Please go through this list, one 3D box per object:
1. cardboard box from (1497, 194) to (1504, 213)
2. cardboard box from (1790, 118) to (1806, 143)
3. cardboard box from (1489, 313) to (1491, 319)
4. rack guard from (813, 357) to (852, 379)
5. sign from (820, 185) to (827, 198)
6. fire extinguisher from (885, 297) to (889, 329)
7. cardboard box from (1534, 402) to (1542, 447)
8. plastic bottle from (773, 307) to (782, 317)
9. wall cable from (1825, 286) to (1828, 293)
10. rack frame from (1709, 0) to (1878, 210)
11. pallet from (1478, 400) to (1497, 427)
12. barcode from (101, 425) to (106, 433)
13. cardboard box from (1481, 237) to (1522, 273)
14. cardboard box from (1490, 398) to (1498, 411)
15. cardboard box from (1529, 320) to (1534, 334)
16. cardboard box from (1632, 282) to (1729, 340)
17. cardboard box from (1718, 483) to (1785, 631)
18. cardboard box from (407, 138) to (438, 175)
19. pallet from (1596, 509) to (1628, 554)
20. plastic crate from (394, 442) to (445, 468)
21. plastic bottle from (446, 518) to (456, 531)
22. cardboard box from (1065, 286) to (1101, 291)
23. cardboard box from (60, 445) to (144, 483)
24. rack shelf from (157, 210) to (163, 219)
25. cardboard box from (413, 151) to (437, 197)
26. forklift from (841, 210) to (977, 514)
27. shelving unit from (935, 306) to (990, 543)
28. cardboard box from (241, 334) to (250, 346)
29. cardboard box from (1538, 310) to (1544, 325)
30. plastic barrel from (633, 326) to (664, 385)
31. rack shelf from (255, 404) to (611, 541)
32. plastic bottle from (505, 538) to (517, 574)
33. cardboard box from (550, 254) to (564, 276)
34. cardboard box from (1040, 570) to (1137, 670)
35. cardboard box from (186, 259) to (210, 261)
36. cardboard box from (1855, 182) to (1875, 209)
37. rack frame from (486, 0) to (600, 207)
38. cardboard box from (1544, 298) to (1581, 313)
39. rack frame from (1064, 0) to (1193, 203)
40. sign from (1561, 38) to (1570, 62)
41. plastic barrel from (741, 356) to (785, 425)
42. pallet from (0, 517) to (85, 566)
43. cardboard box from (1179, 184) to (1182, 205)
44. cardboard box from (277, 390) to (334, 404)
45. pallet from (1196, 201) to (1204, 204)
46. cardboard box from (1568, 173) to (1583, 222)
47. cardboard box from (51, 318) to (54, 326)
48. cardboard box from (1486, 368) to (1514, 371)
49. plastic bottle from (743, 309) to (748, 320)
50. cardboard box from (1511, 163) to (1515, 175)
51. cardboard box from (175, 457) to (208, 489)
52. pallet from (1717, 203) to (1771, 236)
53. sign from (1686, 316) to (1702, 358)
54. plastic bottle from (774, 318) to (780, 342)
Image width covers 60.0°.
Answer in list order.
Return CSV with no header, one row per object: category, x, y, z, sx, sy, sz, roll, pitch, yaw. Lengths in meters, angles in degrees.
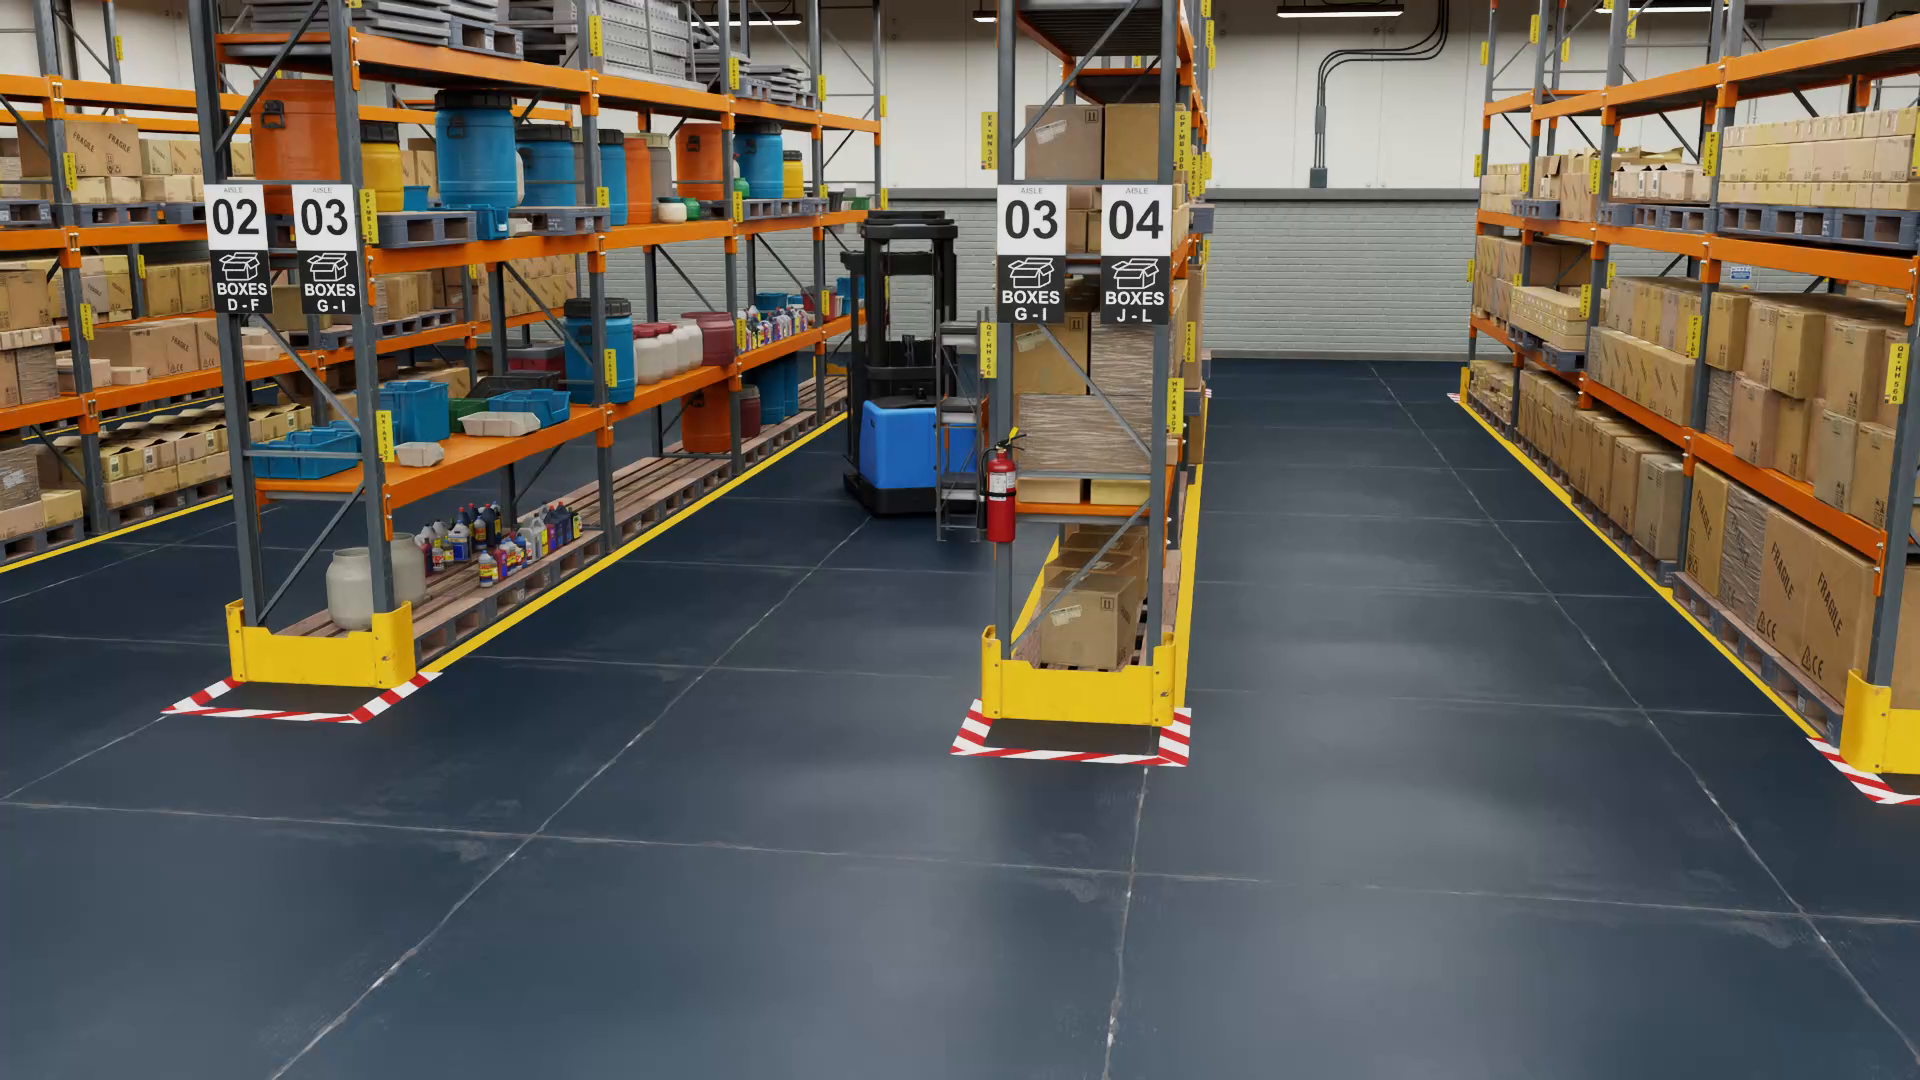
cardboard box,7.500,-4.511,22.295,0.500,0.250,0.500,2,12,8
cardboard box,5.592,-2.635,10.706,0.380,0.149,0.250,2,12,8
cardboard box,7.692,-3.180,23.483,0.380,0.149,0.250,2,12,11
rack guard,-1.726,-2.653,26.372,1.175,0.500,0.348,2,12,9
sign,-1.788,-4.489,21.818,0.100,0.325,0.005,2,12,9
fire extinguisher,-1.244,-3.666,26.208,0.296,0.674,0.183,2,12,9
cardboard box,6.925,-1.313,19.157,0.500,0.500,0.500,2,12,10
plastic bottle,-2.320,-2.777,21.131,0.144,0.351,0.185,2,12,9
wall cable,15.217,-5.015,28.990,0.588,1.984,0.122,2,12,9
rack frame,6.218,-3.962,12.272,1.000,3.000,0.127,2,12,9
pallet,7.701,-1.727,22.761,1.003,0.211,1.213,2,12,9
barcode,-8.005,-1.034,15.540,0.001,0.075,0.075,2,12,9
cardboard box,7.660,-4.020,23.466,0.500,0.500,0.500,2,12,10
cardboard box,7.331,-1.814,22.317,0.380,0.149,0.250,2,12,9
cardboard box,6.737,-2.438,19.040,0.380,0.149,0.250,2,12,8
cardboard box,6.601,-2.094,15.235,0.700,0.500,0.500,2,12,8
cardboard box,5.917,0.121,11.615,0.875,0.875,0.875,2,12,9
cardboard box,-7.188,-5.304,23.011,0.700,0.500,0.500,2,12,9
pallet,6.447,-0.083,15.136,1.003,0.211,1.213,2,12,9
plastic crate,-3.722,-0.585,11.472,0.298,0.136,0.250,2,12,9
plastic bottle,-4.192,-0.031,13.679,0.061,0.283,0.133,2,12,11
cardboard box,0.859,-1.600,12.238,0.500,0.500,0.500,2,12,9
cardboard box,-8.146,-0.746,15.789,0.500,0.311,0.500,2,12,9
rack shelf,-11.813,-4.888,25.401,1.077,0.370,4.000,2,12,9
cardboard box,-7.376,-4.865,22.111,0.600,0.600,0.600,1,12,3
forklift,-0.629,-1.951,17.347,1.130,2.935,3.031,-3,12,-12
shelving unit,0.025,-1.061,15.189,0.431,2.100,0.503,2,12,9
cardboard box,-8.170,-2.142,18.279,0.500,0.311,0.500,2,12,8
cardboard box,6.655,-2.476,18.511,0.380,0.149,0.250,2,12,10
plastic barrel,-3.085,-1.782,16.078,0.433,0.535,0.433,0,12,0
rack shelf,-3.870,-0.603,12.636,1.077,0.370,4.000,2,12,9
plastic bottle,-3.522,0.121,13.002,0.097,0.271,0.097,0,12,0
cardboard box,-6.484,-4.361,25.756,0.500,0.500,0.500,2,12,10
cardboard box,0.829,0.509,10.703,0.500,0.500,0.500,4,13,19
cardboard box,-11.675,-4.078,26.343,0.980,0.700,0.700,2,12,8
cardboard box,5.397,-1.980,9.560,0.380,0.149,0.250,2,12,9
rack frame,-3.562,-4.304,13.860,1.000,3.000,0.127,2,12,9
cardboard box,6.616,-2.564,18.215,0.380,0.149,0.250,2,12,9
rack frame,1.332,-4.143,13.115,1.000,3.000,0.127,2,12,9
sign,8.608,-6.971,23.645,0.100,0.325,0.005,2,12,9
plastic barrel,-2.541,-1.956,21.189,0.600,0.901,0.708,2,12,9
pallet,-8.619,-0.005,14.772,1.003,0.211,1.213,2,12,9
cardboard box,1.370,-2.447,11.774,0.380,0.149,0.250,2,12,11
cardboard box,-7.929,-1.560,20.260,0.500,0.500,0.500,2,12,11
pallet,1.994,-3.553,17.945,1.213,0.211,1.003,2,12,11
cardboard box,6.733,-3.608,17.516,0.500,0.500,0.500,2,12,9
cardboard box,-12.184,-2.847,21.889,0.380,0.149,0.250,2,12,10
cardboard box,7.550,-2.310,23.207,0.380,0.149,0.250,2,12,11
plastic bottle,-2.830,-2.889,21.813,0.061,0.283,0.133,2,12,9
cardboard box,7.378,-4.818,21.588,0.380,0.149,0.250,1,12,6
cardboard box,-7.992,-0.684,16.833,0.500,0.250,0.500,1,12,7
pallet,6.081,-2.282,11.809,1.003,0.211,1.213,2,12,9
sign,5.680,-1.572,12.863,0.100,0.325,0.005,2,12,9
plastic bottle,-2.253,-2.580,20.378,0.061,0.283,0.133,2,12,9
